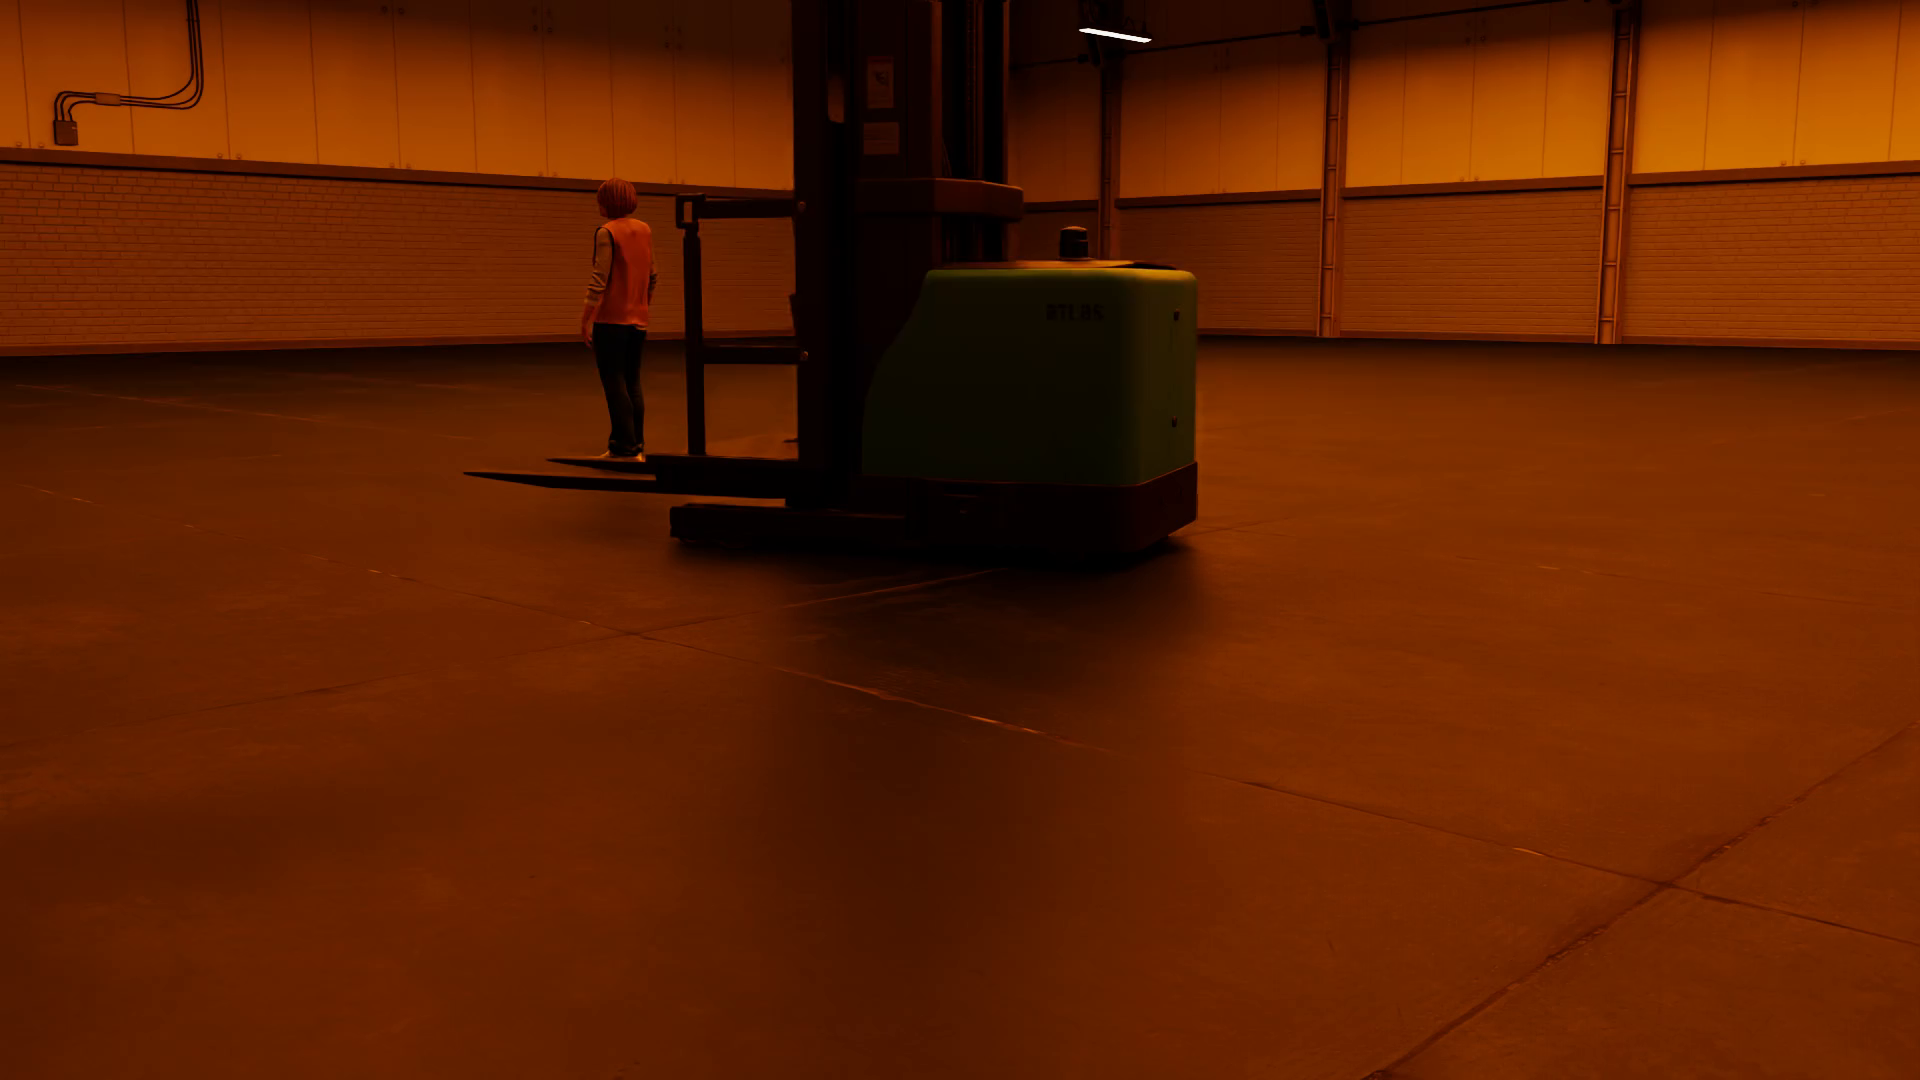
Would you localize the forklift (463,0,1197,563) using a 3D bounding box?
[{"bbox_3d":[-0.606,-1.482,6.717,3.031,2.935,1.130,3,9,21],"label":"forklift"}]

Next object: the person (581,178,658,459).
[{"bbox_3d":[-1.951,-1.201,9.286,0.474,1.598,0.519,5,10,32],"label":"person"}]
